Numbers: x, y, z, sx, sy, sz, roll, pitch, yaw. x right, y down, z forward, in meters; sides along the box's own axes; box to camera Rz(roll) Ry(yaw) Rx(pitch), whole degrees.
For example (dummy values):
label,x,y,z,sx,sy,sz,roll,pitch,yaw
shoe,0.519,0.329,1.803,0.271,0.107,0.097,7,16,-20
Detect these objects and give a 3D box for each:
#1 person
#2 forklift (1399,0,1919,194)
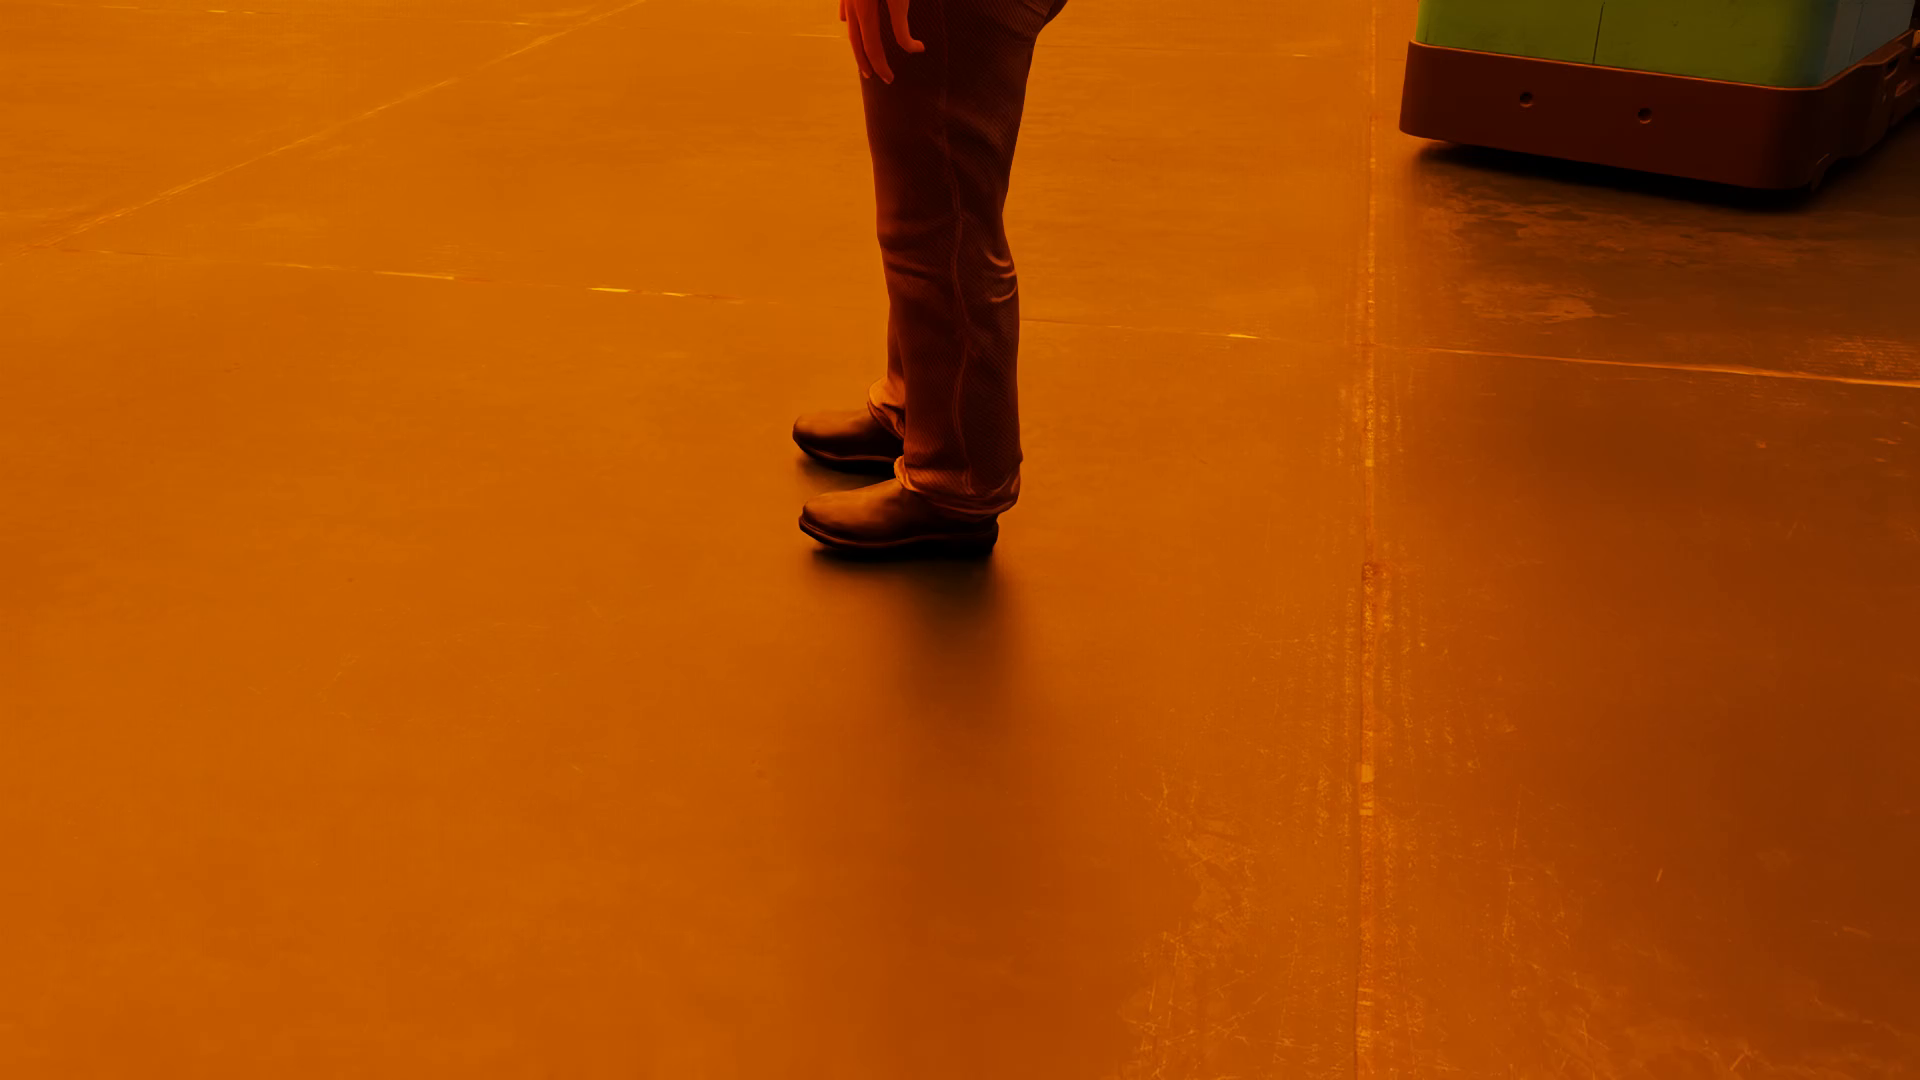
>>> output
label,x,y,z,sx,sy,sz,roll,pitch,yaw
person,-0.059,-0.785,2.128,0.568,1.720,0.632,6,27,11
forklift,2.513,-2.752,4.702,1.130,2.935,3.031,19,33,33
